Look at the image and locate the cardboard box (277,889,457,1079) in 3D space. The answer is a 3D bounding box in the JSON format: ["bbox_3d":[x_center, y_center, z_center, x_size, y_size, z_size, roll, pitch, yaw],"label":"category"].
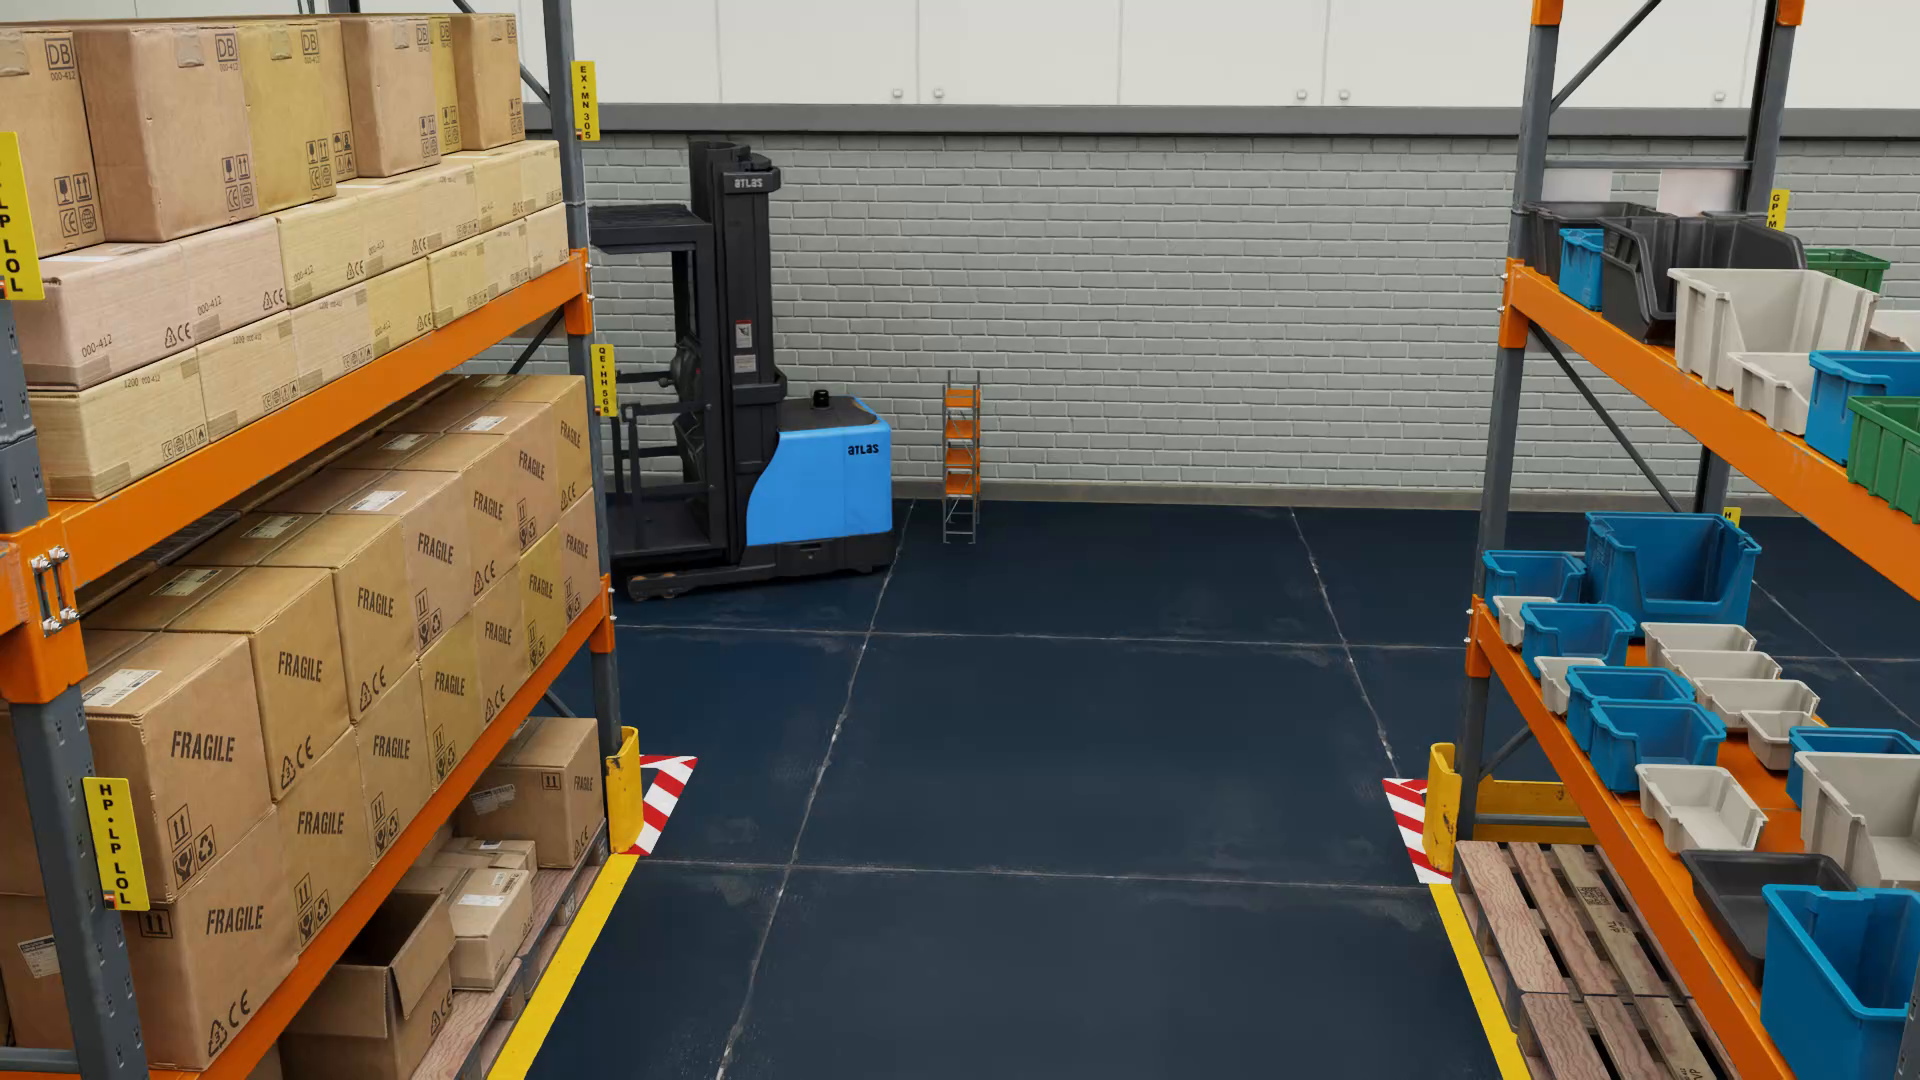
[{"bbox_3d":[-2.293,1.608,6.000,0.797,0.503,0.637,1,18,4],"label":"cardboard box"}]

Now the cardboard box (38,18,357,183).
[{"bbox_3d":[-2.334,-1.352,5.147,0.700,0.500,0.500,1,18,4],"label":"cardboard box"}]

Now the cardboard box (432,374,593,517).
[{"bbox_3d":[-1.893,-0.406,7.079,0.500,0.500,0.500,1,18,3],"label":"cardboard box"}]

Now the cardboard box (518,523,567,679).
[{"bbox_3d":[-1.930,0.231,6.740,0.500,0.500,0.500,1,18,4],"label":"cardboard box"}]

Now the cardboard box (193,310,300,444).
[{"bbox_3d":[-2.101,-0.440,4.373,0.500,0.250,0.500,1,18,4],"label":"cardboard box"}]

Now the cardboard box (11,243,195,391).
[{"bbox_3d":[-2.140,-0.523,3.821,0.500,0.250,0.500,1,18,4],"label":"cardboard box"}]

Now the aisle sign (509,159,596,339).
[{"bbox_3d":[-1.825,-1.277,7.329,0.394,0.787,0.004,1,18,4],"label":"aisle sign"}]

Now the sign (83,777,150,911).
[{"bbox_3d":[-1.868,0.676,3.684,0.100,0.325,0.005,1,18,4],"label":"sign"}]

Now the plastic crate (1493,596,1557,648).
[{"bbox_3d":[2.353,0.348,6.871,0.250,0.136,0.298,1,18,4],"label":"plastic crate"}]

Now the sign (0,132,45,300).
[{"bbox_3d":[-1.868,-0.632,3.256,0.100,0.325,0.005,1,18,4],"label":"sign"}]

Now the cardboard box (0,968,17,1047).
[{"bbox_3d":[-2.642,1.006,4.375,0.500,0.500,0.500,2,18,5],"label":"cardboard box"}]

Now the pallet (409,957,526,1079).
[{"bbox_3d":[-2.287,1.947,6.144,1.003,0.211,1.213,1,18,4],"label":"pallet"}]

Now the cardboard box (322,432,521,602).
[{"bbox_3d":[-1.961,-0.088,6.108,0.500,0.500,0.500,2,18,5],"label":"cardboard box"}]

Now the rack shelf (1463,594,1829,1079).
[{"bbox_3d":[2.662,1.047,5.566,1.077,0.370,4.000,1,18,4],"label":"rack shelf"}]

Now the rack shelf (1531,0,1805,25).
[{"bbox_3d":[2.662,-1.614,4.694,1.077,0.370,4.000,1,18,4],"label":"rack shelf"}]

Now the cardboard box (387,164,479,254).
[{"bbox_3d":[-1.993,-1.144,5.717,0.500,0.250,0.500,1,18,4],"label":"cardboard box"}]

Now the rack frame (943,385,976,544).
[{"bbox_3d":[-0.006,-0.546,12.162,0.240,1.200,0.015,1,18,4],"label":"rack frame"}]

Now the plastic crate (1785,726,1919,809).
[{"bbox_3d":[2.913,0.779,5.402,0.416,0.233,0.300,1,18,4],"label":"plastic crate"}]

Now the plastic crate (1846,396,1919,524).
[{"bbox_3d":[2.247,-0.137,3.546,0.450,0.188,0.662,1,18,4],"label":"plastic crate"}]

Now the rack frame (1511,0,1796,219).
[{"bbox_3d":[2.805,-2.767,6.415,1.000,3.000,0.127,1,18,4],"label":"rack frame"}]

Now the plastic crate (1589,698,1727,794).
[{"bbox_3d":[2.343,0.707,5.622,0.416,0.233,0.300,1,18,4],"label":"plastic crate"}]

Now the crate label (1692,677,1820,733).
[{"bbox_3d":[2.896,0.615,6.057,0.396,0.136,0.243,1,18,4],"label":"crate label"}]

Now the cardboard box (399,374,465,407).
[{"bbox_3d":[-2.430,-0.418,7.117,0.500,0.500,0.500,2,18,6],"label":"cardboard box"}]

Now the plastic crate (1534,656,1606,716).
[{"bbox_3d":[2.305,0.559,6.228,0.250,0.136,0.298,1,18,4],"label":"plastic crate"}]

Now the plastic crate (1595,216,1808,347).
[{"bbox_3d":[2.421,-0.844,5.463,0.504,0.338,0.767,1,18,4],"label":"plastic crate"}]

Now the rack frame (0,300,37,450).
[{"bbox_3d":[-2.422,-1.636,2.965,1.000,3.000,0.127,1,18,4],"label":"rack frame"}]

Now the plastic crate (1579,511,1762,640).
[{"bbox_3d":[2.967,0.147,7.004,0.616,0.435,0.499,1,18,4],"label":"plastic crate"}]

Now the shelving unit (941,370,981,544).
[{"bbox_3d":[0.012,-0.622,12.393,0.258,1.200,0.503,1,18,4],"label":"shelving unit"}]

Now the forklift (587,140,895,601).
[{"bbox_3d":[-2.037,-1.165,11.272,3.031,2.935,1.130,-6,19,-17],"label":"forklift"}]

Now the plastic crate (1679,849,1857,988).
[{"bbox_3d":[2.330,1.075,4.671,0.437,0.125,0.590,1,18,4],"label":"plastic crate"}]

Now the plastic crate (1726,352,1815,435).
[{"bbox_3d":[2.230,-0.377,4.363,0.293,0.136,0.466,1,18,4],"label":"plastic crate"}]

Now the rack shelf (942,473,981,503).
[{"bbox_3d":[0.012,-0.369,12.476,0.258,0.148,0.480,1,18,4],"label":"rack shelf"}]

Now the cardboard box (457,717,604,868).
[{"bbox_3d":[-1.929,1.125,7.479,0.500,0.500,0.500,1,18,4],"label":"cardboard box"}]

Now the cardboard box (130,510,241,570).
[{"bbox_3d":[-2.574,0.213,5.188,0.500,0.500,0.500,1,18,4],"label":"cardboard box"}]

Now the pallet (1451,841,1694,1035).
[{"bbox_3d":[2.707,1.664,7.005,1.003,0.211,1.213,1,18,4],"label":"pallet"}]

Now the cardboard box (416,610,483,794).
[{"bbox_3d":[-2.007,0.542,5.790,0.500,0.500,0.500,1,18,3],"label":"cardboard box"}]

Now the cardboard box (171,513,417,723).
[{"bbox_3d":[-2.034,0.232,5.132,0.500,0.500,0.500,1,18,2],"label":"cardboard box"}]

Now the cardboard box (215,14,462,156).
[{"bbox_3d":[-2.276,-1.663,6.096,0.700,0.500,0.500,1,18,4],"label":"cardboard box"}]

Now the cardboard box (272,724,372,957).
[{"bbox_3d":[-2.080,0.856,4.834,0.500,0.500,0.500,2,18,5],"label":"cardboard box"}]

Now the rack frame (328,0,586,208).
[{"bbox_3d":[-2.135,-2.879,6.756,1.000,3.000,0.127,1,18,4],"label":"rack frame"}]

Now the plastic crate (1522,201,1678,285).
[{"bbox_3d":[2.499,-1.166,6.557,0.497,0.269,0.590,1,18,4],"label":"plastic crate"}]

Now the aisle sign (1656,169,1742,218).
[{"bbox_3d":[3.102,-1.167,6.993,0.394,0.787,0.004,1,18,4],"label":"aisle sign"}]

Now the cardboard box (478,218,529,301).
[{"bbox_3d":[-1.956,-1.061,6.269,0.500,0.250,0.500,1,18,4],"label":"cardboard box"}]

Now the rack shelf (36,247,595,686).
[{"bbox_3d":[-2.279,-0.490,5.440,1.077,0.370,4.000,1,18,4],"label":"rack shelf"}]

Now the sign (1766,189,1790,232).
[{"bbox_3d":[3.355,-1.284,6.877,0.100,0.325,0.005,1,18,4],"label":"sign"}]

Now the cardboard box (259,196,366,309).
[{"bbox_3d":[-2.058,-0.833,4.769,0.500,0.250,0.500,1,18,4],"label":"cardboard box"}]

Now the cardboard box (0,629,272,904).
[{"bbox_3d":[-2.108,0.552,4.155,0.500,0.500,0.500,2,18,5],"label":"cardboard box"}]

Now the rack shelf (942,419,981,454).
[{"bbox_3d":[0.012,-0.770,12.344,0.258,0.148,0.480,1,18,4],"label":"rack shelf"}]

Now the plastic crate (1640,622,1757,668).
[{"bbox_3d":[2.927,0.438,6.596,0.396,0.136,0.243,1,18,4],"label":"plastic crate"}]

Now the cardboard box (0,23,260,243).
[{"bbox_3d":[-2.248,-1.038,4.188,0.700,0.500,0.500,1,18,4],"label":"cardboard box"}]

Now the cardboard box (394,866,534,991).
[{"bbox_3d":[-2.027,1.539,6.620,0.500,0.250,0.500,1,18,4],"label":"cardboard box"}]

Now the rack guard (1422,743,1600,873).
[{"bbox_3d":[2.794,1.264,7.762,1.175,0.500,0.348,1,18,4],"label":"rack guard"}]

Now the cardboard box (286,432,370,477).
[{"bbox_3d":[-2.501,-0.101,6.147,0.500,0.500,0.500,2,18,5],"label":"cardboard box"}]

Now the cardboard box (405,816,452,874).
[{"bbox_3d":[-2.493,1.388,7.080,0.500,0.250,0.500,1,18,4],"label":"cardboard box"}]

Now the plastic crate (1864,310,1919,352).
[{"bbox_3d":[2.904,-0.569,4.948,0.437,0.136,0.530,1,18,4],"label":"plastic crate"}]

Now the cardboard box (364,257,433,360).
[{"bbox_3d":[-2.031,-0.751,5.321,0.500,0.250,0.500,1,18,4],"label":"cardboard box"}]

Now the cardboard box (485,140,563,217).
[{"bbox_3d":[-1.918,-1.454,6.665,0.500,0.250,0.500,1,18,4],"label":"cardboard box"}]
